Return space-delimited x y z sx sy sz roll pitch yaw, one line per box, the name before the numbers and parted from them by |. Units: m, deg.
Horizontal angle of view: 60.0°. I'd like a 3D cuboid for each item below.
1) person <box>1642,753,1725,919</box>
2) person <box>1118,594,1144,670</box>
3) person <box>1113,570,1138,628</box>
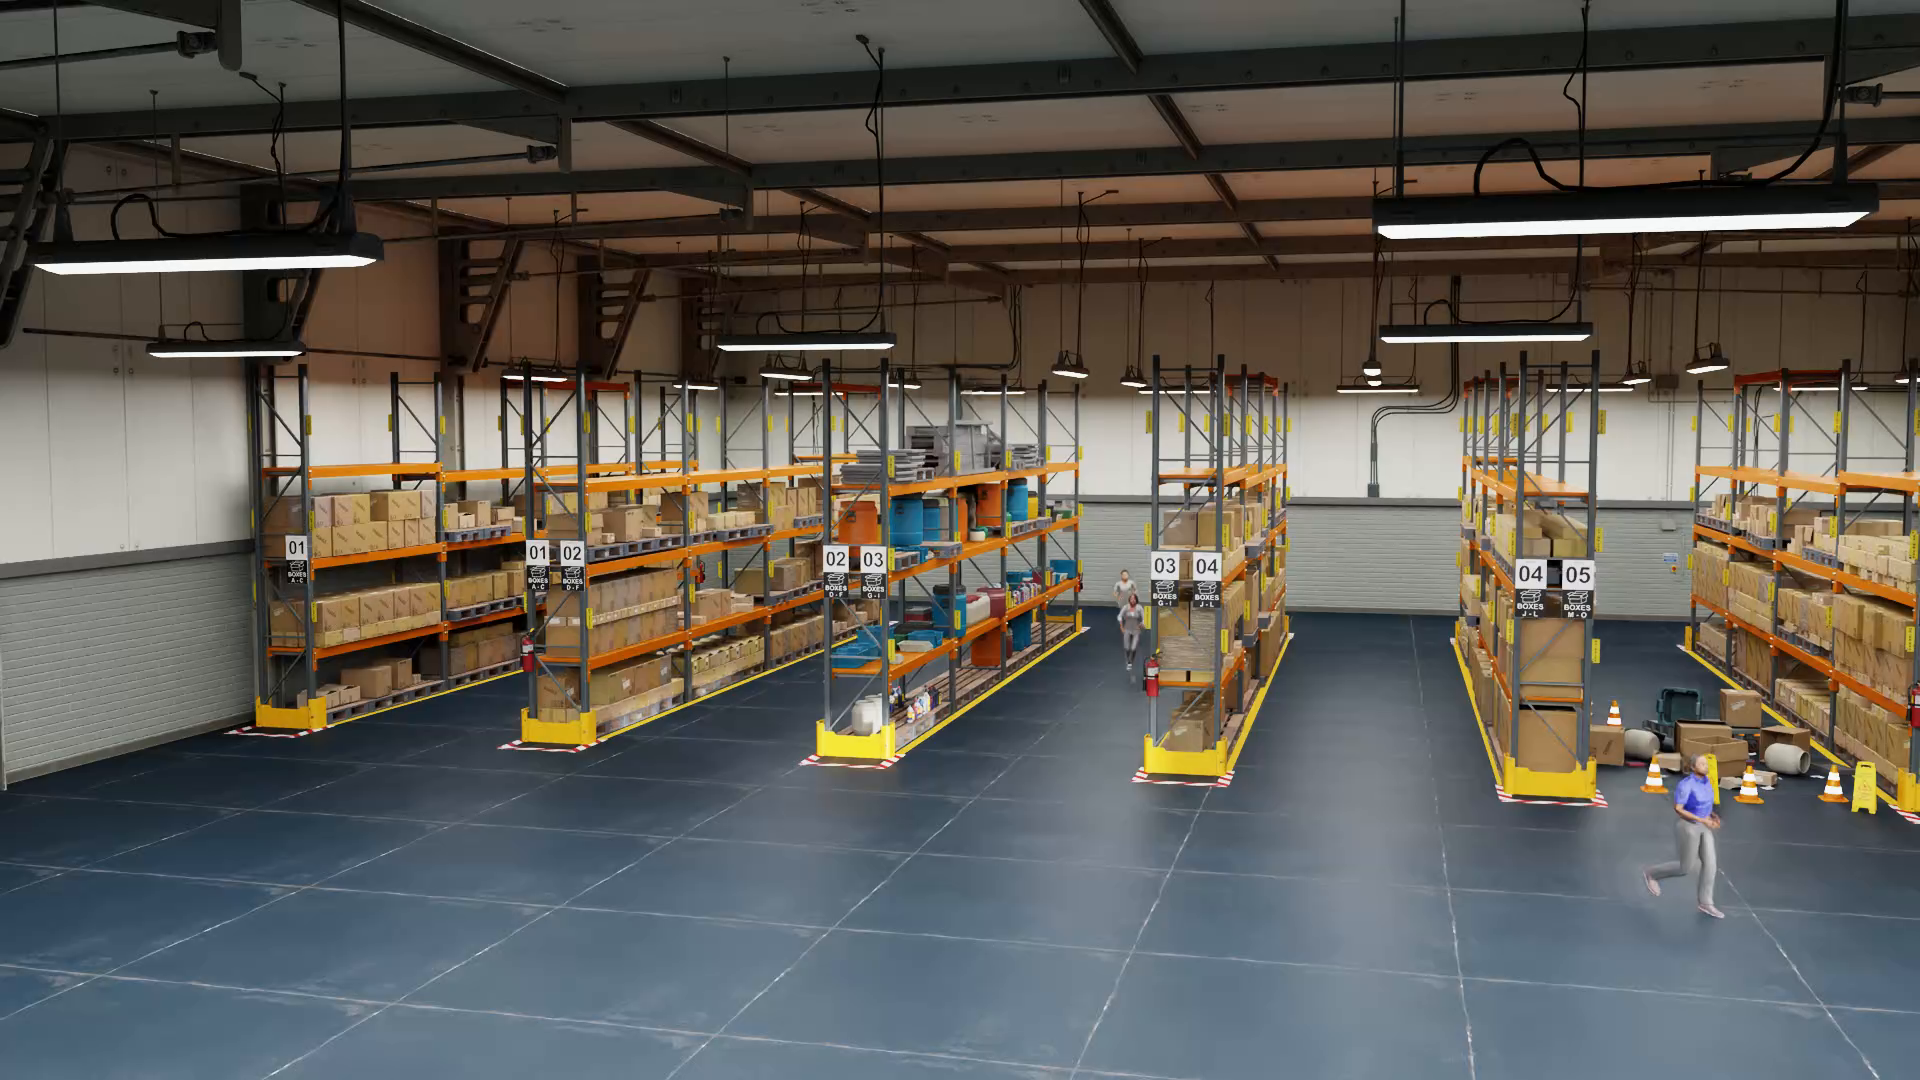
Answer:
person | 7.547 3.011 17.197 0.588 1.656 0.840 -2 5 -32
person | 3.328 1.784 32.152 0.547 1.504 0.495 0 4 5
person | 3.872 1.517 38.879 0.580 1.648 0.786 0 4 1
